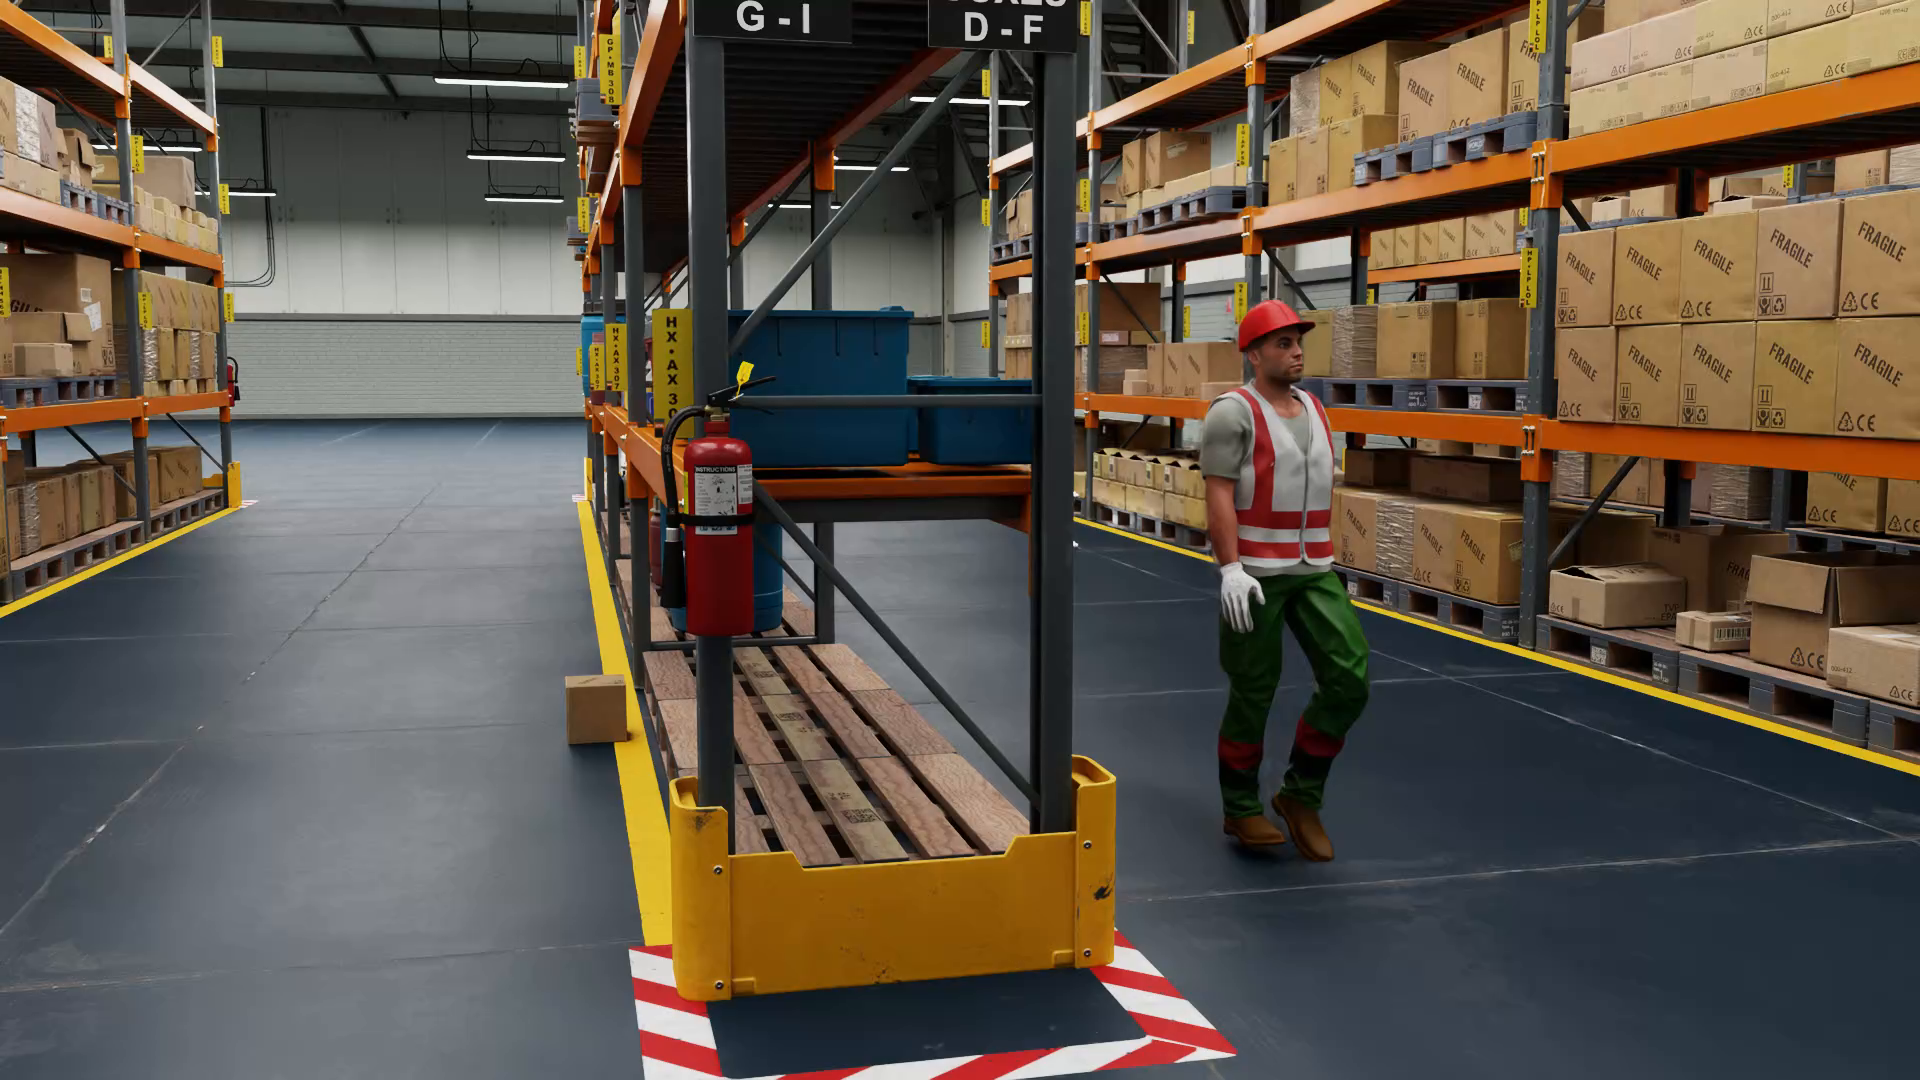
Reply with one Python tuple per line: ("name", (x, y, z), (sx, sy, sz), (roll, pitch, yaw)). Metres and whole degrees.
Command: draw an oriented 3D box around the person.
("person", (1.044, 0.146, 5.367), (0.576, 1.831, 0.480), (-3, 7, -27))
